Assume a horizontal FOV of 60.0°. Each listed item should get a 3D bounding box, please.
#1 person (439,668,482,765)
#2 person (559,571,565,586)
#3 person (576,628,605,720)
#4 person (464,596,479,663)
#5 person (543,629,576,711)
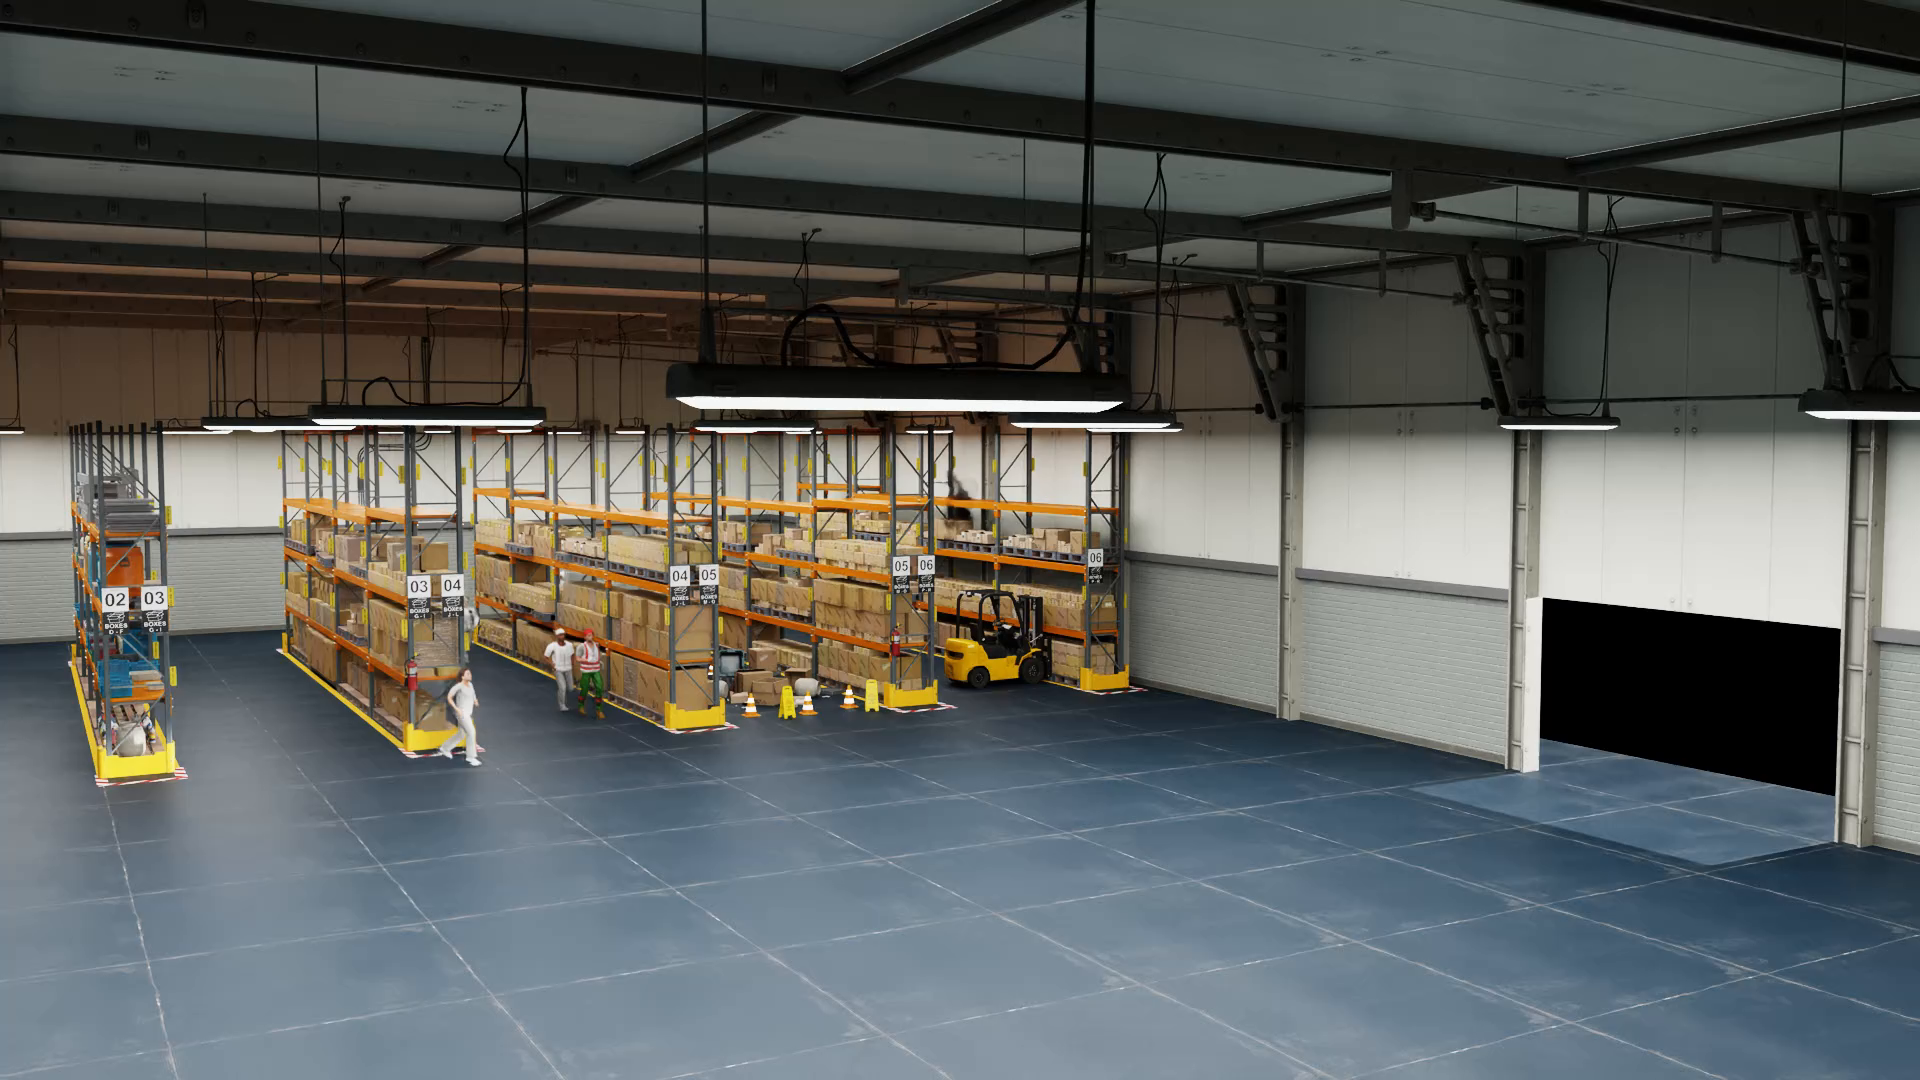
[{"bbox_3d":[-8.765,3.084,29.221,0.847,1.702,0.578,1,4,12],"label":"person"},{"bbox_3d":[-11.777,1.822,49.149,0.763,1.838,0.625,-2,4,-27],"label":"person"},{"bbox_3d":[-7.541,2.715,33.914,0.653,1.835,0.862,-3,4,-37],"label":"person"},{"bbox_3d":[-12.637,2.272,42.537,0.627,1.702,0.701,-2,4,-24],"label":"person"},{"bbox_3d":[-8.363,2.711,34.838,0.698,1.716,0.602,-3,4,-38],"label":"person"}]
